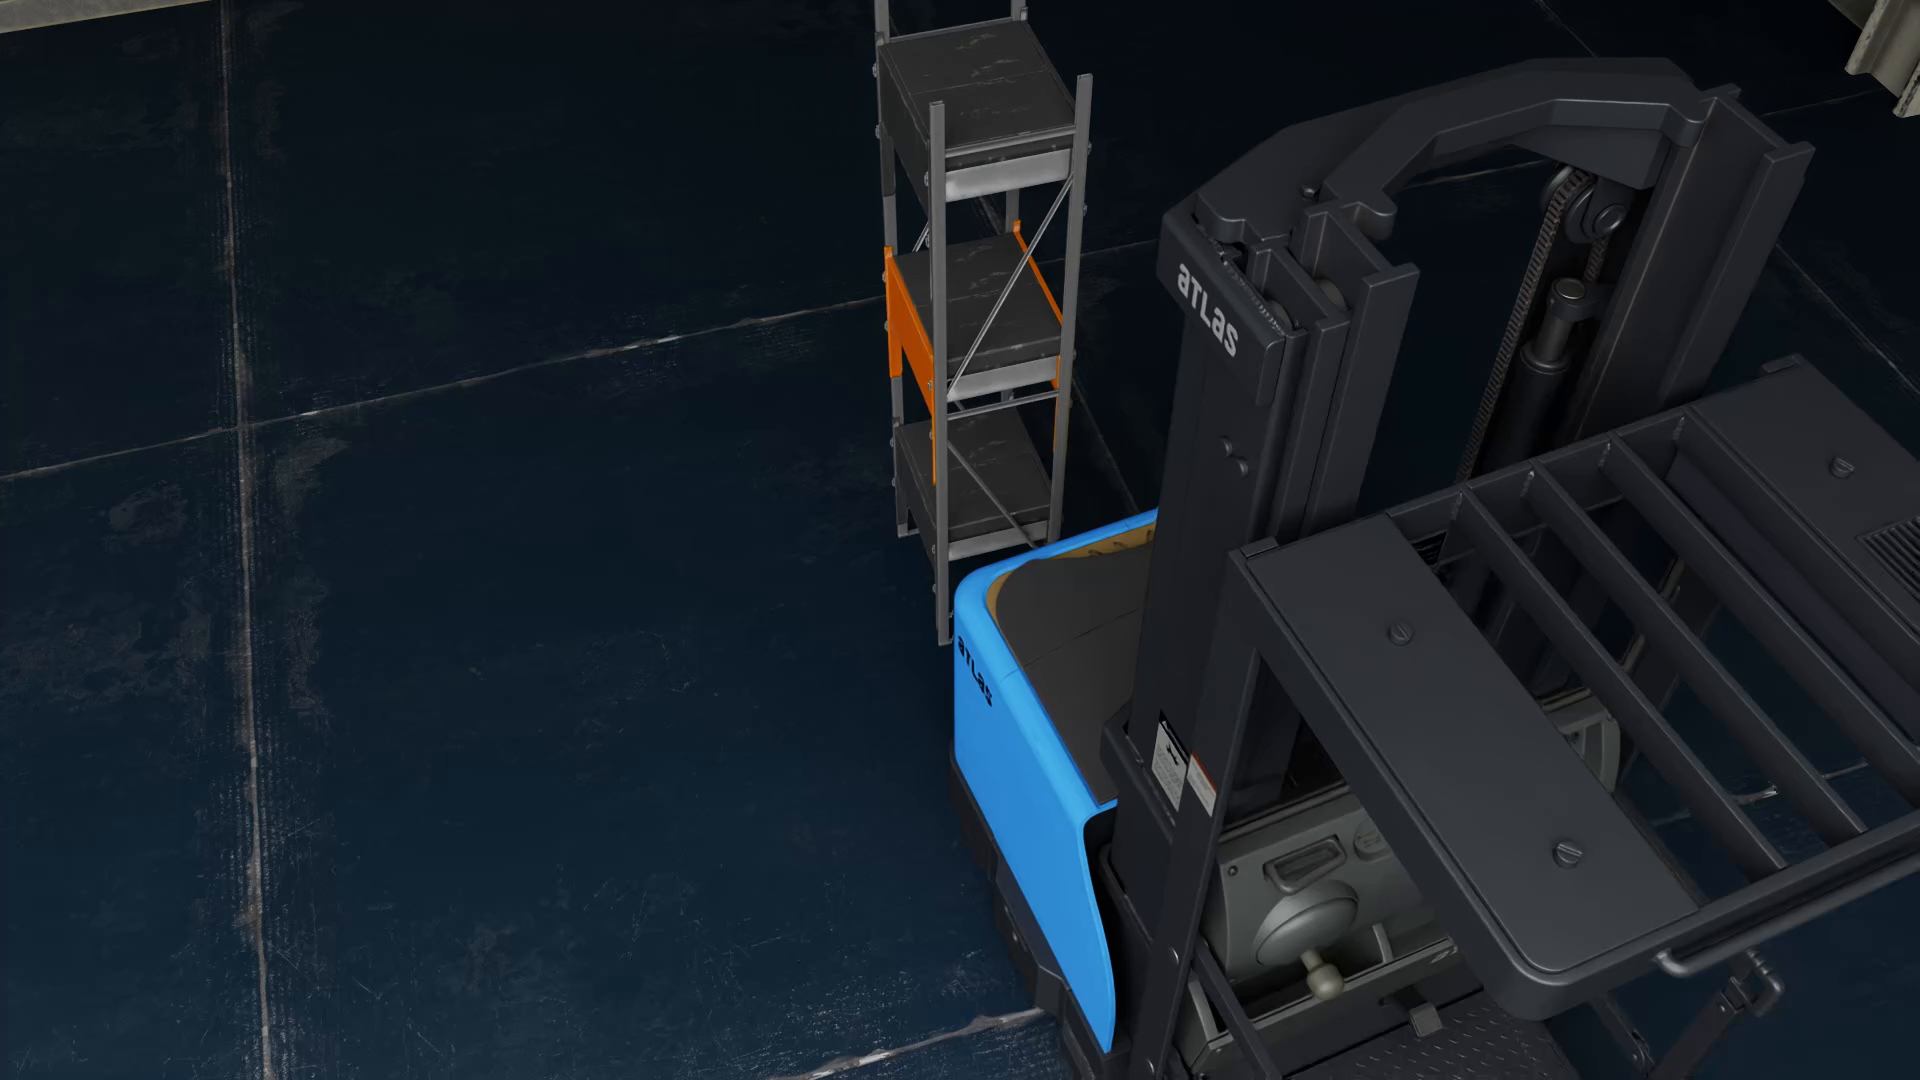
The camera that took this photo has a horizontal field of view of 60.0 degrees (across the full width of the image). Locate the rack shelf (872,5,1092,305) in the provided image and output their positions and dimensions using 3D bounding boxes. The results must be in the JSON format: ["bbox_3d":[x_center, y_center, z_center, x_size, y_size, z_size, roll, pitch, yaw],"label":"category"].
[{"bbox_3d":[0.049,-0.998,4.321,0.431,0.518,0.480,-13,51,-11],"label":"rack shelf"}]

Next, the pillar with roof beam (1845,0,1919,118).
[{"bbox_3d":[0.109,-3.962,3.205,9.100,9.000,0.400,-13,51,-11],"label":"pillar with roof beam"}]

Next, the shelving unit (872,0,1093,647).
[{"bbox_3d":[0.049,-0.556,4.845,0.431,2.100,0.503,-13,51,-11],"label":"shelving unit"}]

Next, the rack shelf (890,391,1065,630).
[{"bbox_3d":[0.049,-0.096,5.391,0.431,0.518,0.480,-13,51,-11],"label":"rack shelf"}]

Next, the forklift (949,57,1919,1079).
[{"bbox_3d":[1.019,0.729,3.219,1.130,2.935,3.031,-18,52,-15],"label":"forklift"}]

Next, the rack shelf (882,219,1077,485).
[{"bbox_3d":[0.049,-0.547,4.856,0.431,0.518,0.480,-13,51,-11],"label":"rack shelf"}]

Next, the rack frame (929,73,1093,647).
[{"bbox_3d":[0.121,-0.378,4.695,0.400,2.100,0.015,-13,51,-11],"label":"rack frame"}]

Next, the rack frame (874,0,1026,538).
[{"bbox_3d":[-0.023,-0.734,4.996,0.400,2.100,0.015,-13,51,-11],"label":"rack frame"}]
